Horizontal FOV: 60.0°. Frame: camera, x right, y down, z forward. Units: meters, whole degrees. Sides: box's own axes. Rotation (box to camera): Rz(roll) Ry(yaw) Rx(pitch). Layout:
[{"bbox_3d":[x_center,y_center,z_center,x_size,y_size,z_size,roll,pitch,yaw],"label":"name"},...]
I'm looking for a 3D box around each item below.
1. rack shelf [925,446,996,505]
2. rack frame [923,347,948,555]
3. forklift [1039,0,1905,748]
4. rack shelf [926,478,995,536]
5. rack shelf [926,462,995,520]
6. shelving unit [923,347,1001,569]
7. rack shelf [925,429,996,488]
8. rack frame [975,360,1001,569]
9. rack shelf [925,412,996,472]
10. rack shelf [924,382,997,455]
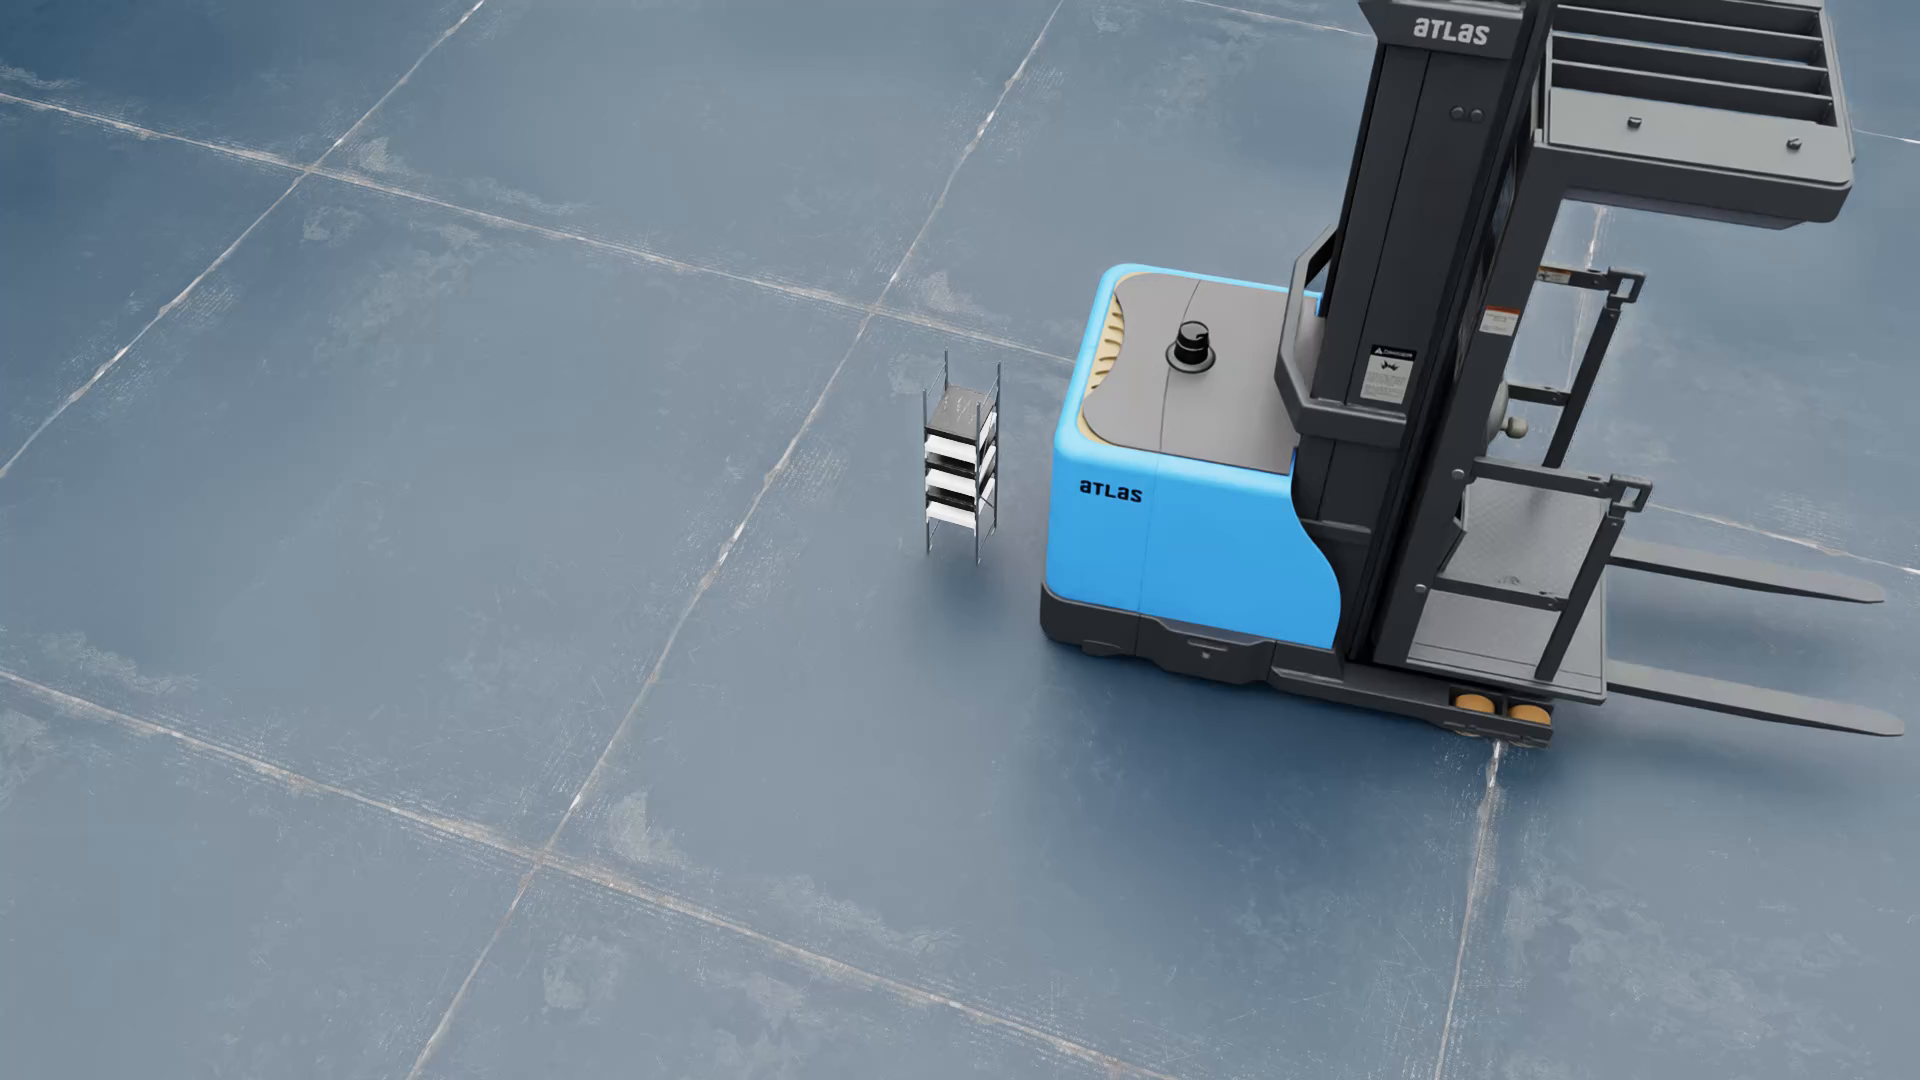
[{"bbox_3d":[0.008,-0.271,6.300,0.200,0.077,0.258,16,51,13],"label":"rack shelf"},{"bbox_3d":[-0.088,-0.319,6.298,0.006,0.900,0.240,16,51,13],"label":"rack frame"},{"bbox_3d":[1.873,-0.662,5.251,3.031,2.935,1.130,11,50,9],"label":"forklift"},{"bbox_3d":[0.008,-0.153,6.436,0.200,0.077,0.258,16,51,13],"label":"rack shelf"},{"bbox_3d":[0.008,-0.212,6.368,0.200,0.077,0.258,16,51,13],"label":"rack shelf"},{"bbox_3d":[0.008,-0.293,6.275,0.210,0.900,0.258,16,51,13],"label":"shelving unit"},{"bbox_3d":[0.008,-0.330,6.232,0.200,0.077,0.258,16,51,13],"label":"rack shelf"},{"bbox_3d":[0.103,-0.266,6.252,0.006,0.900,0.240,16,51,13],"label":"rack frame"},{"bbox_3d":[0.008,-0.389,6.164,0.200,0.077,0.258,16,51,13],"label":"rack shelf"},{"bbox_3d":[0.008,-0.448,6.096,0.200,0.077,0.258,16,51,13],"label":"rack shelf"}]
